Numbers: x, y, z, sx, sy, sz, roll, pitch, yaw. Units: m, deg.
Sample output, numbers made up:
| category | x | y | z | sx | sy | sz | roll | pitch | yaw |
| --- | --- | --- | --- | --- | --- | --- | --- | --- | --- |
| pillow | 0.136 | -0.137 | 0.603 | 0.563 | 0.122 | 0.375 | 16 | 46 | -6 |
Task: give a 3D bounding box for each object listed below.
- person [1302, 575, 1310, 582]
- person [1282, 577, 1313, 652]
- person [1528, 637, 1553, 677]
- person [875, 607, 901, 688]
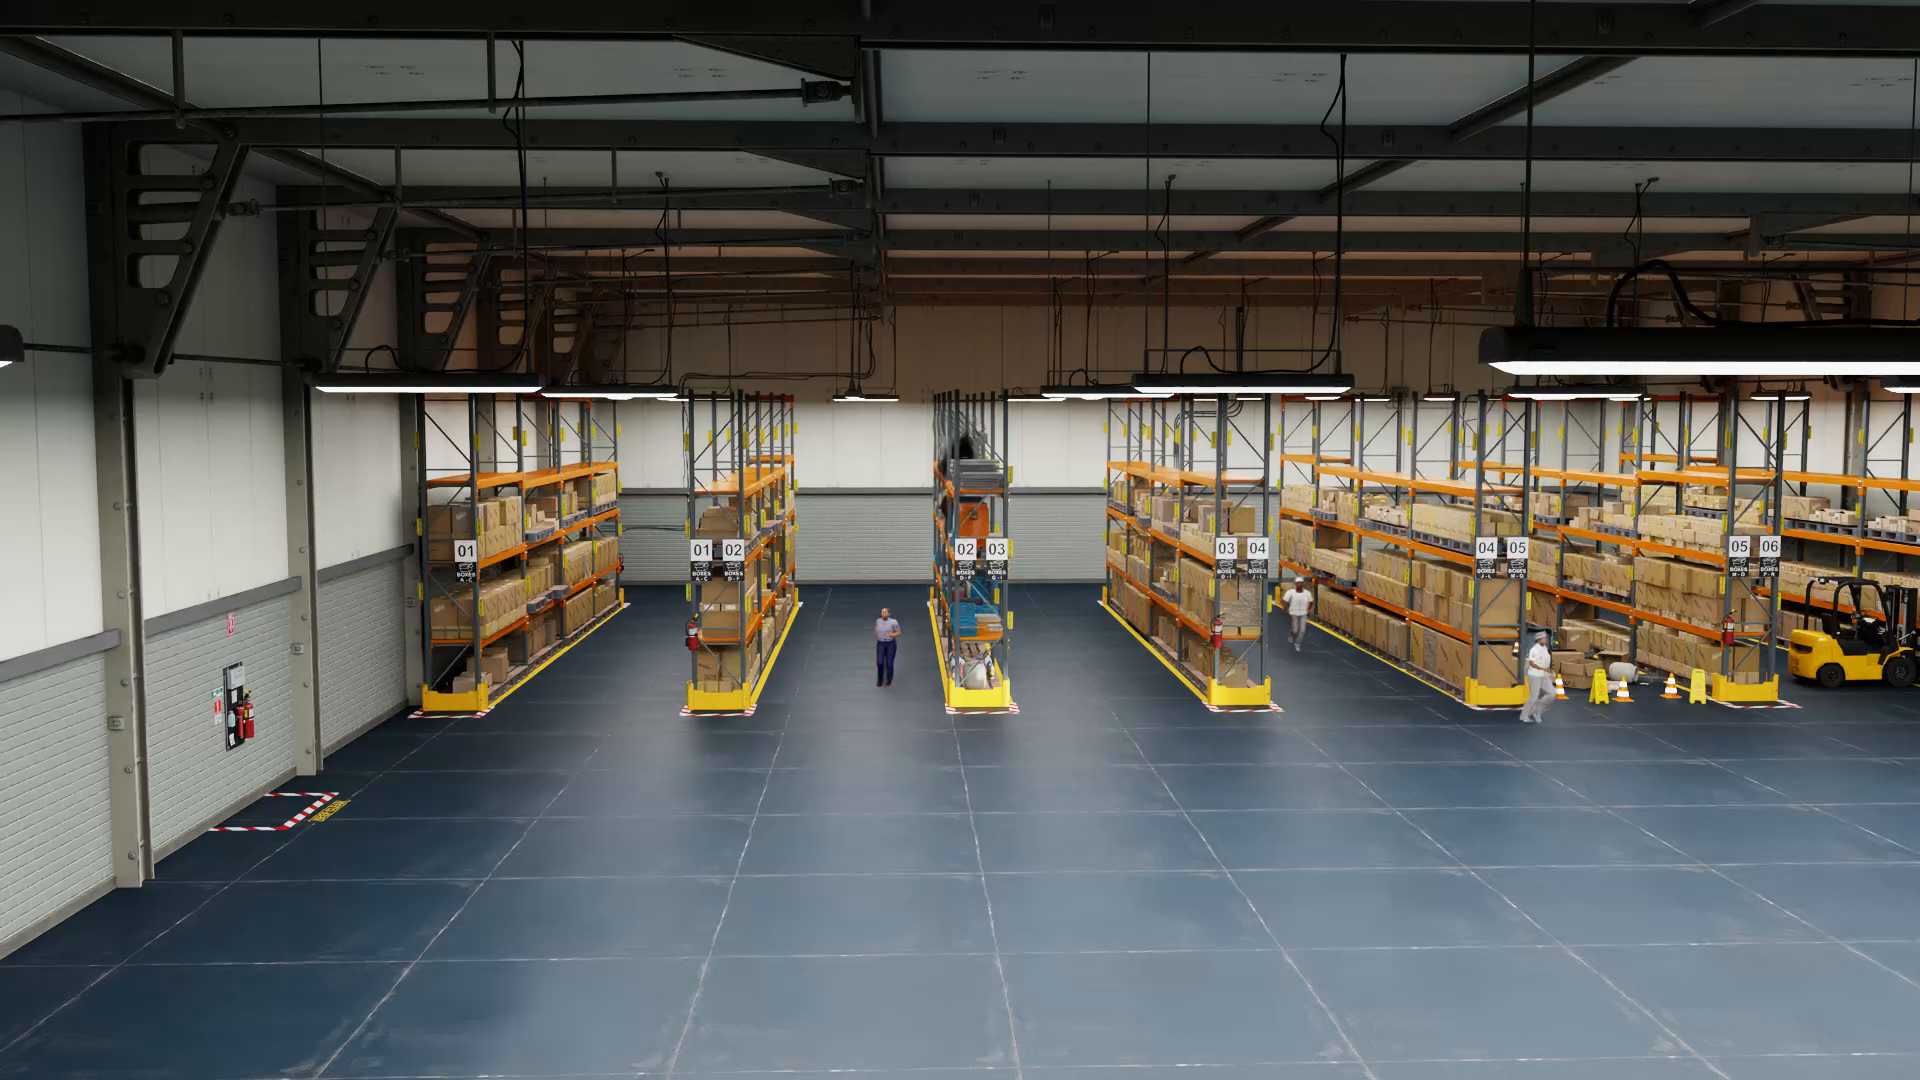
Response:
| category | x | y | z | sx | sy | sz | roll | pitch | yaw |
| --- | --- | --- | --- | --- | --- | --- | --- | --- | --- |
| person | 0.207 | 0.298 | 45.685 | 11.761 | 3.421 | 18.532 | 4 | 6 | 41 |
| person | 7.868 | 1.720 | 38.690 | 0.715 | 1.721 | 0.597 | 0 | 5 | -1 |
| person | 10.435 | 2.079 | 29.778 | 0.586 | 0.835 | 0.538 | -4 | 6 | -38 |
| person | 6.022 | 2.038 | 35.401 | 14.694 | 1.672 | 6.936 | 1 | 5 | 10 |
